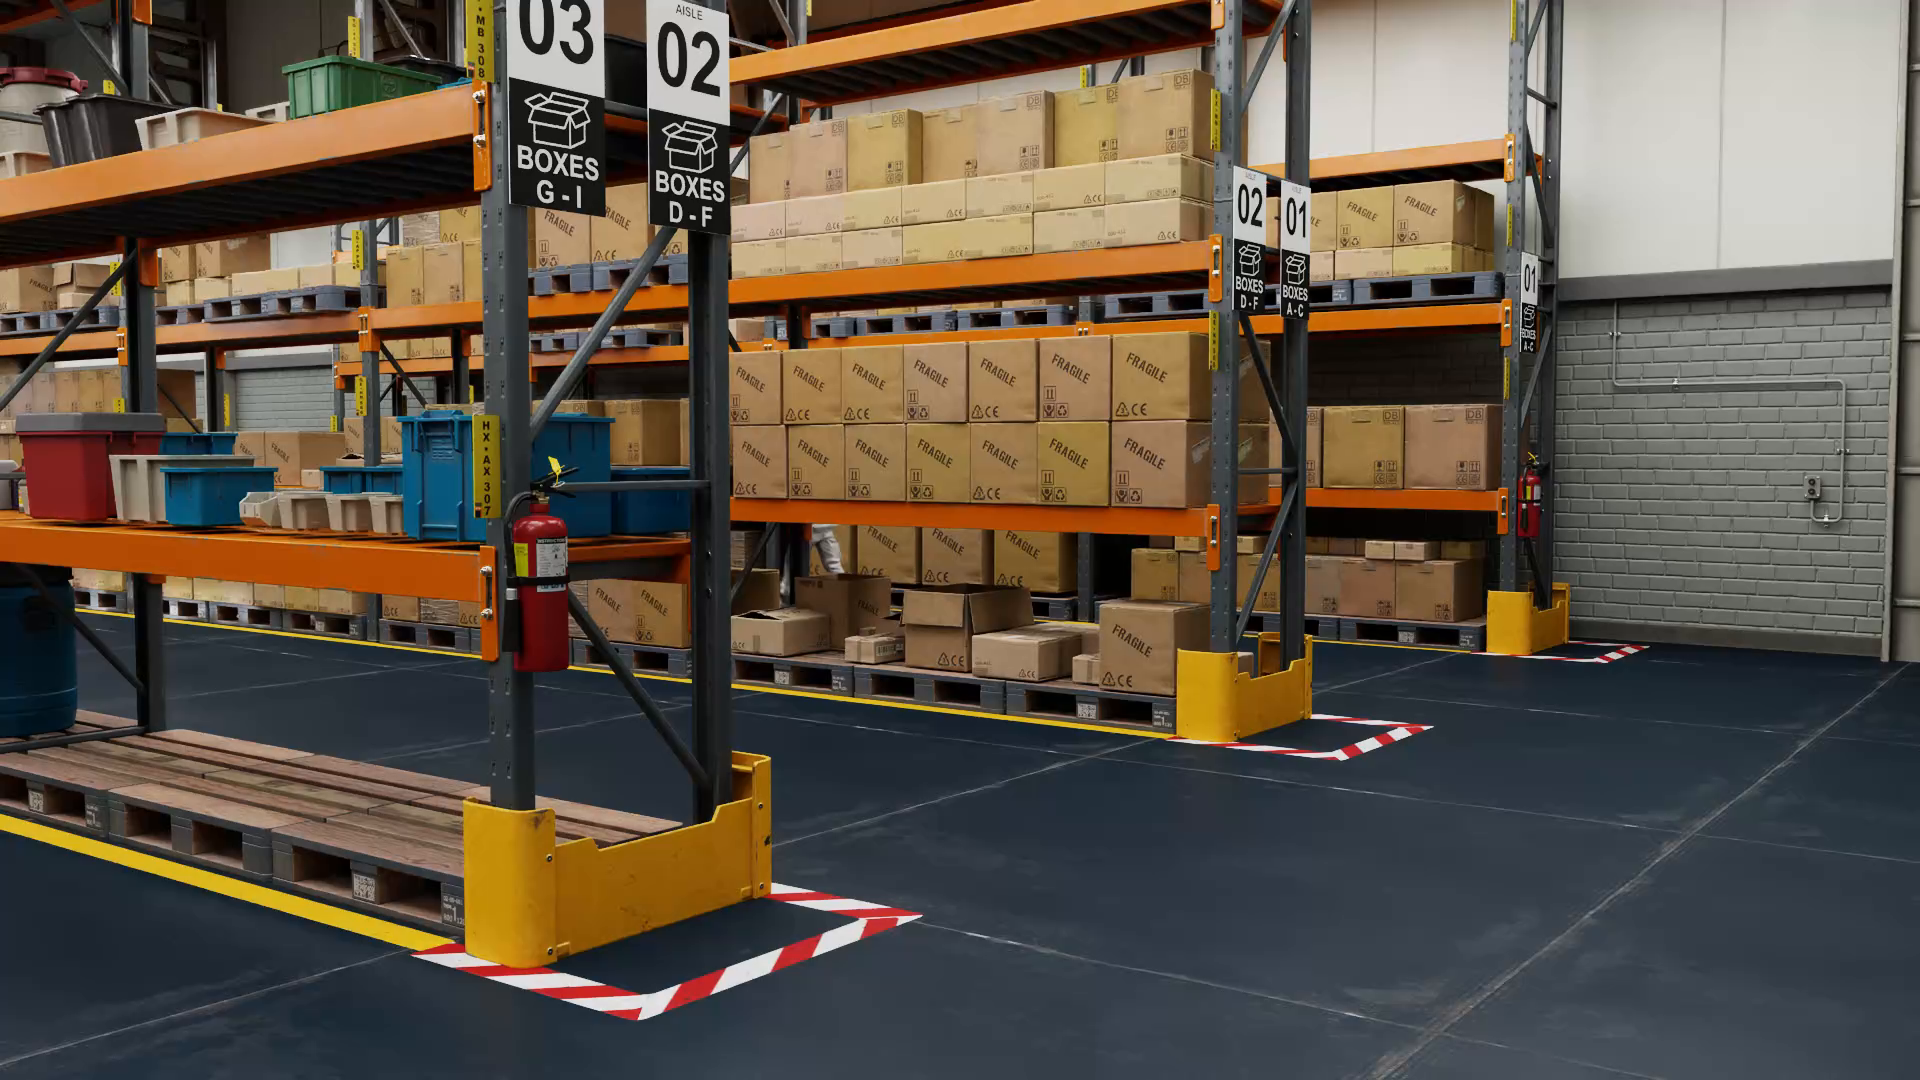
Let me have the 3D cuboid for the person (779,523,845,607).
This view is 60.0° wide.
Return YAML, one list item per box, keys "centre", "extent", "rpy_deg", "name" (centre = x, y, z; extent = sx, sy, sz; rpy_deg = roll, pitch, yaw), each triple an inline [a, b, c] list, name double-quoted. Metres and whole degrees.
- centre: [-1.414, -0.113, 15.671]
  extent: [1.079, 1.722, 0.528]
  rpy_deg: [3, 4, 40]
  name: "person"
